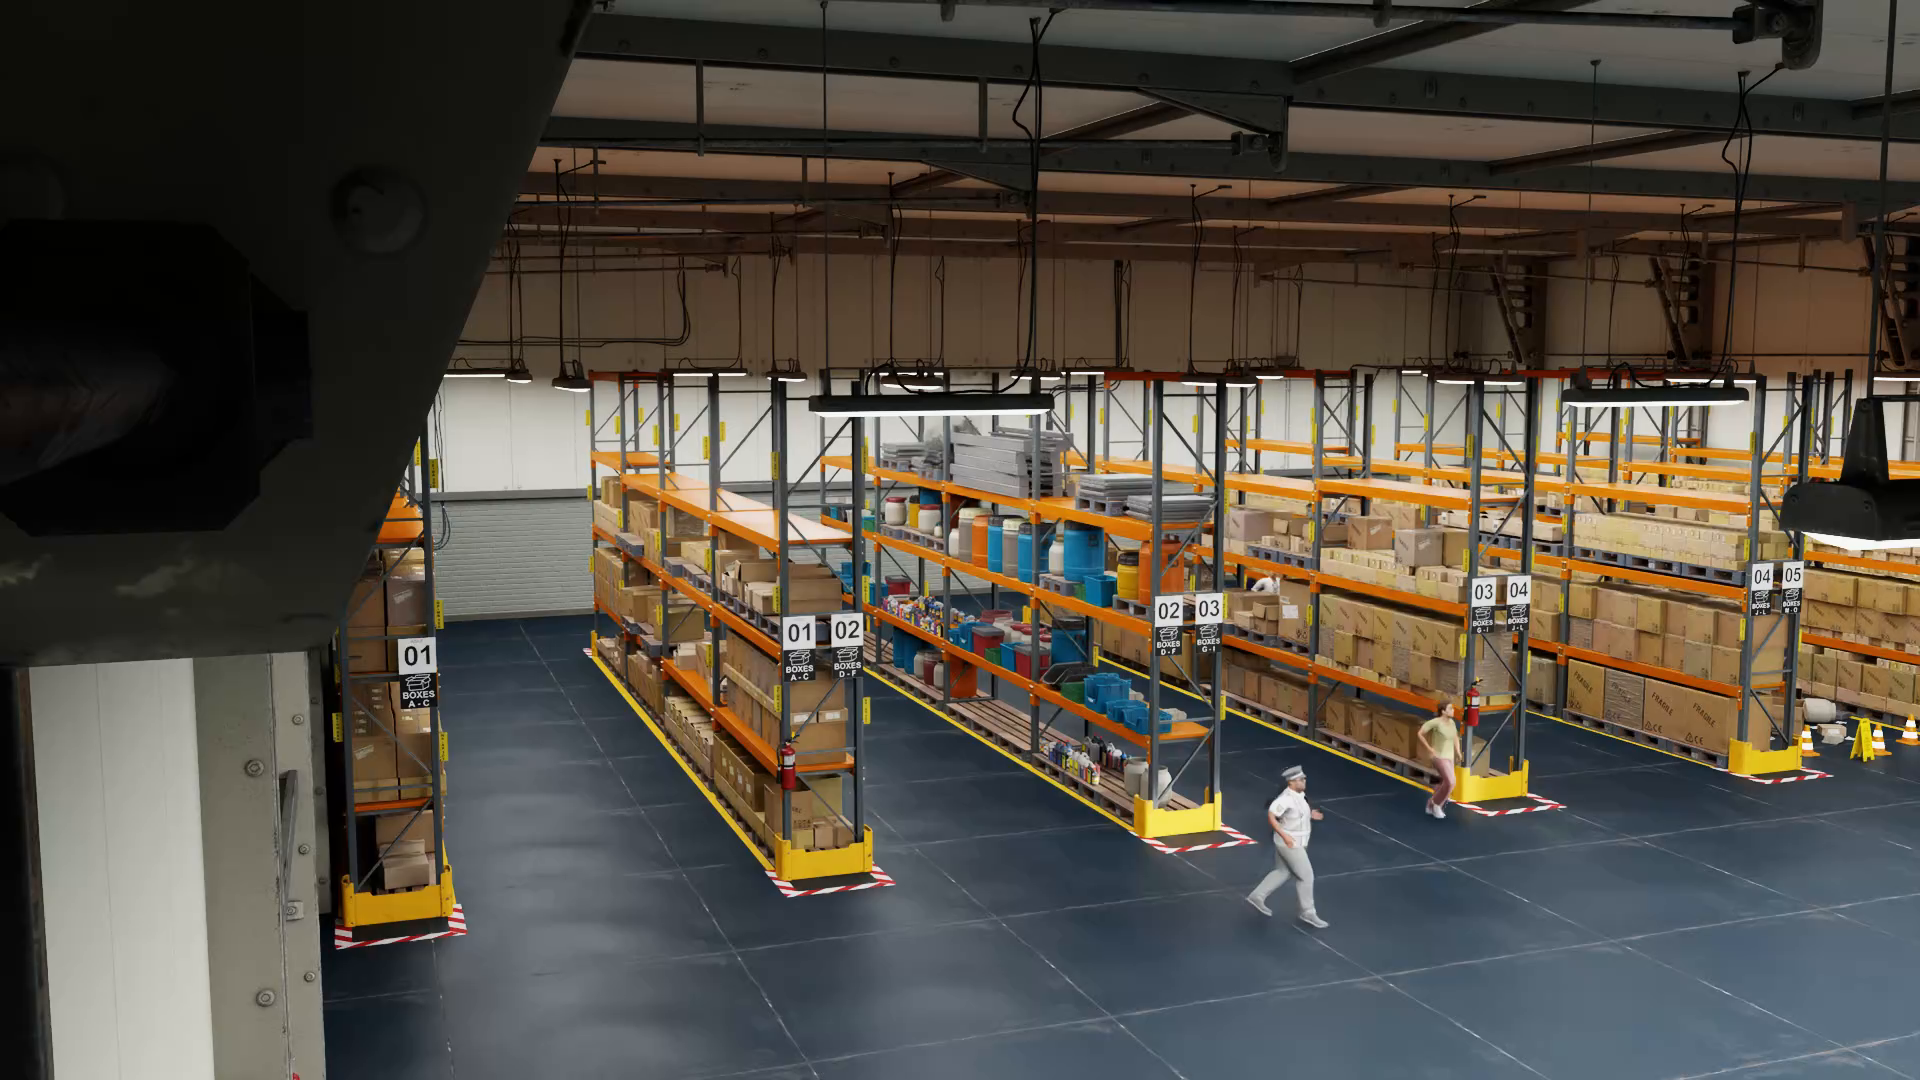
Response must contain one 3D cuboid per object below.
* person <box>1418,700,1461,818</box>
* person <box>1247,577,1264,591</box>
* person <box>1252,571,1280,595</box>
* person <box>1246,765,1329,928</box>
[{"bbox_3d":[6.598,2.990,22.647,0.600,1.636,0.576,-4,7,-30],"label":"person"},{"bbox_3d":[7.519,0.855,41.903,0.775,1.712,0.577,-2,7,-16],"label":"person"},{"bbox_3d":[6.694,1.449,35.593,0.696,1.778,1.002,-3,7,-23],"label":"person"},{"bbox_3d":[3.662,3.387,18.528,0.910,1.818,0.623,1,6,10],"label":"person"}]
